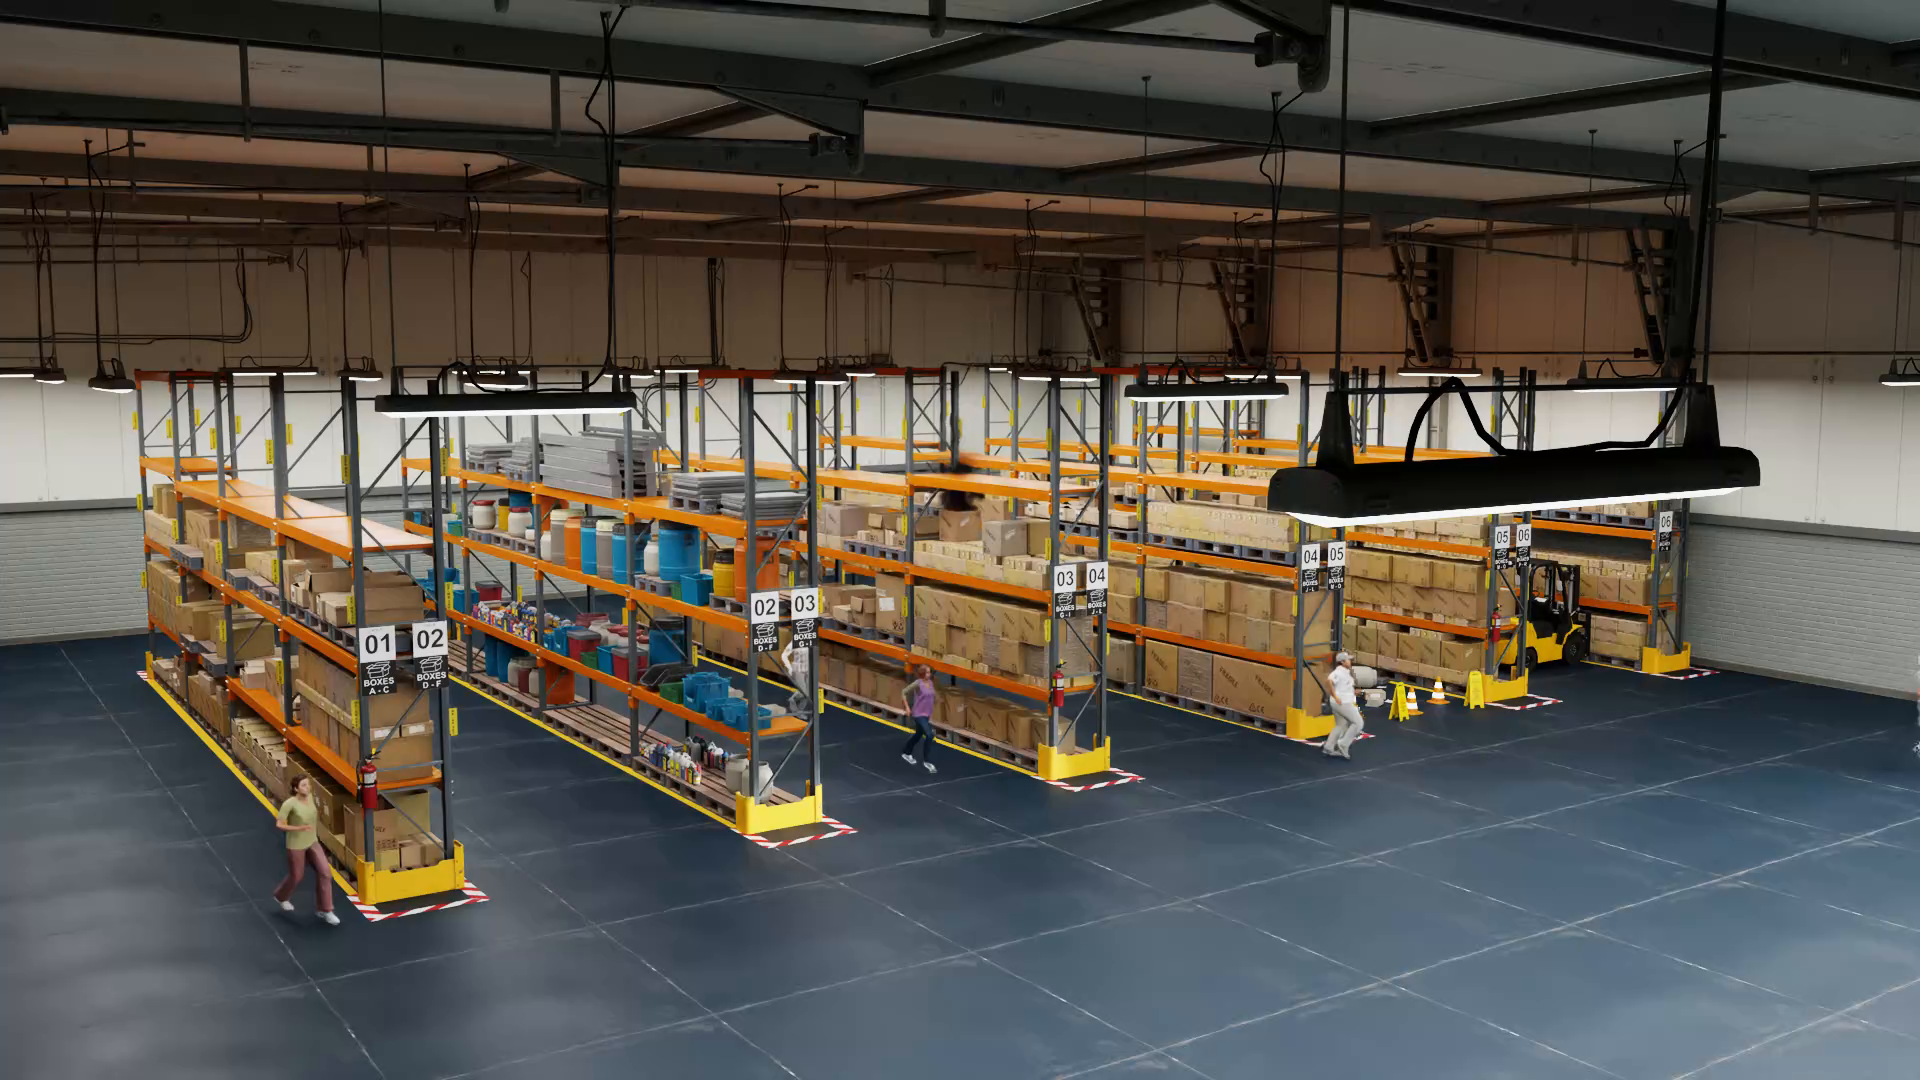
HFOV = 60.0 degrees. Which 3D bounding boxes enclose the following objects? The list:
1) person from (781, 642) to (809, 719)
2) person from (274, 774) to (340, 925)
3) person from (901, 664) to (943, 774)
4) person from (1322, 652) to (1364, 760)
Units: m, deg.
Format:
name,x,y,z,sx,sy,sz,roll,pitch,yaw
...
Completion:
name,x,y,z,sx,sy,sz,roll,pitch,yaw
person,-2.701,2.275,28.671,0.615,1.658,0.540,-5,8,-40
person,-7.347,3.422,18.519,0.924,1.684,0.610,4,7,31
person,-0.580,2.689,25.182,0.801,1.643,0.502,4,8,33
person,6.011,2.586,26.087,0.615,1.657,0.619,1,7,8
